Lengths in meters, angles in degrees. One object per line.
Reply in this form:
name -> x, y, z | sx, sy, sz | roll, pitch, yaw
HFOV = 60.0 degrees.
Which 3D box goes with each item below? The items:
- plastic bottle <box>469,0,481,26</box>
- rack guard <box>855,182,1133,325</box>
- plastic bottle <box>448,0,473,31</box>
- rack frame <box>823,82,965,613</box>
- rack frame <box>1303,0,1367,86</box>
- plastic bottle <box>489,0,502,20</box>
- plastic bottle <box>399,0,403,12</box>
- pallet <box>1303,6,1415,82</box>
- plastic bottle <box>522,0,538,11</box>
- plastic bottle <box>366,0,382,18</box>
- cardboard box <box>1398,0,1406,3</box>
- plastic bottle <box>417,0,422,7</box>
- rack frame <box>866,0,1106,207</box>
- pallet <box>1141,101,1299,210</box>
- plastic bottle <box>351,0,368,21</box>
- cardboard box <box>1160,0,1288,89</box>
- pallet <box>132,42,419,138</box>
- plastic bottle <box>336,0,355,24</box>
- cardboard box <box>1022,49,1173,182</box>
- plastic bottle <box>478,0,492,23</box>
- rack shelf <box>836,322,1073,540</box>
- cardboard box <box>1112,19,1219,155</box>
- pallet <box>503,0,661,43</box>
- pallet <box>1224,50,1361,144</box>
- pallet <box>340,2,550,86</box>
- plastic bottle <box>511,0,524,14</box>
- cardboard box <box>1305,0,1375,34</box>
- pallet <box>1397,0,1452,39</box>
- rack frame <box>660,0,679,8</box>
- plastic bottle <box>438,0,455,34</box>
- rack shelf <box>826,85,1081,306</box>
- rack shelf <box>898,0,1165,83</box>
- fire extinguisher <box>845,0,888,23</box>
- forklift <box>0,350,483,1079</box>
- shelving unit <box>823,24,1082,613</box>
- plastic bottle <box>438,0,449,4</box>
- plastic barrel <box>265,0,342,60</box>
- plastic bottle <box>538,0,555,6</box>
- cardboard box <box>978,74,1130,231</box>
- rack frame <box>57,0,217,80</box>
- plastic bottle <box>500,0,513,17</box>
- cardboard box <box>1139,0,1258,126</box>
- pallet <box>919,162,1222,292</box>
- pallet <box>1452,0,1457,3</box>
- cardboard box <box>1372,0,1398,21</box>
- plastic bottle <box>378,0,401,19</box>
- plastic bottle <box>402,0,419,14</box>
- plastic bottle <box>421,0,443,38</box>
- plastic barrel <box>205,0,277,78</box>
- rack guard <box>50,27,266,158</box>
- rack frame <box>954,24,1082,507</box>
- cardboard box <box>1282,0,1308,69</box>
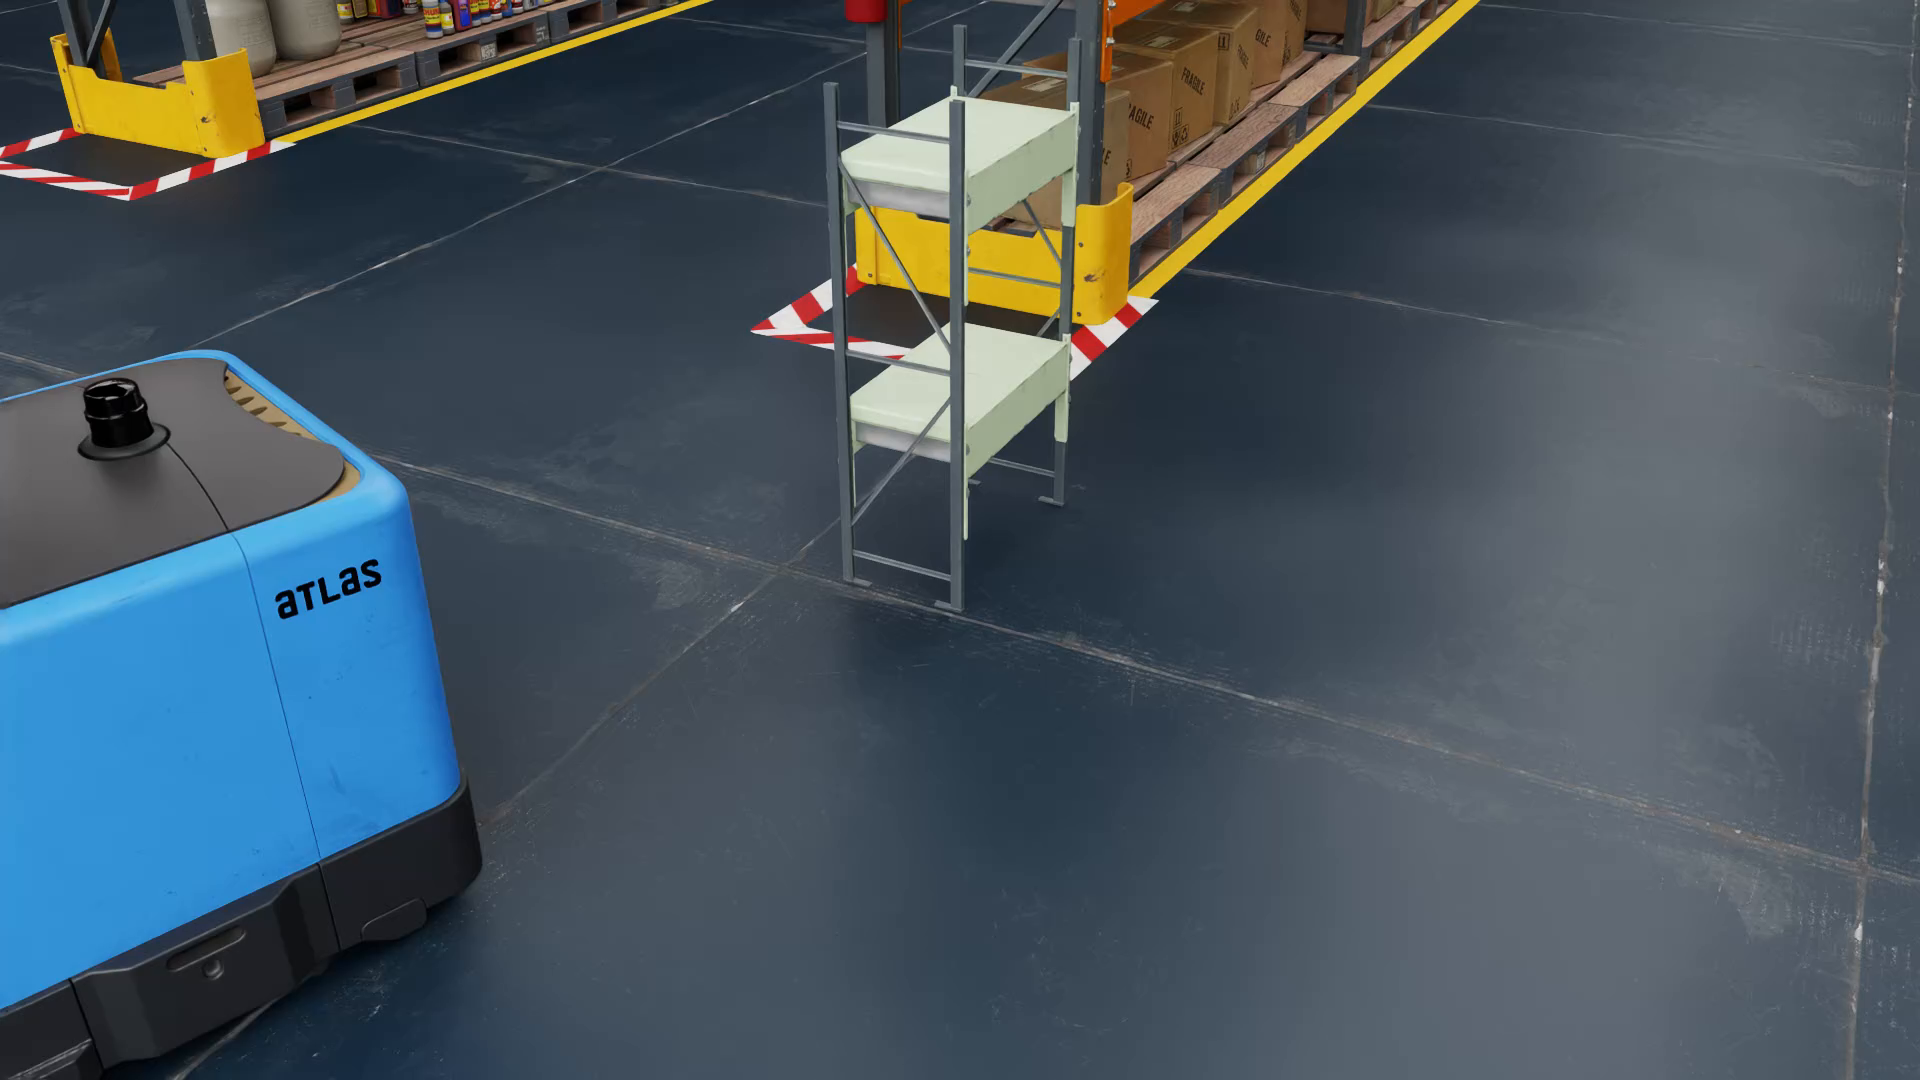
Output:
plastic bottle -> -3.057, -3.354, 10.377 | 0.097, 0.271, 0.097 | 0, 30, 0
rack guard -> 0.127, -1.288, 6.991 | 1.175, 0.500, 0.348 | 14, 33, 23
plastic bottle -> -3.094, -3.304, 10.277 | 0.061, 0.283, 0.133 | 15, 33, 24
rack frame -> -0.170, -0.485, 4.589 | 0.400, 1.500, 0.023 | 14, 33, 23
rack frame -> 1.915, -4.111, 9.397 | 1.000, 3.000, 0.127 | 14, 33, 23
plastic bottle -> -2.966, -3.412, 10.548 | 0.097, 0.201, 0.097 | 0, 30, 0
plastic bottle -> -3.668, -3.552, 10.717 | 0.152, 0.276, 0.135 | 13, 32, 22
pallet -> 2.268, -3.248, 10.693 | 1.003, 0.211, 1.213 | 14, 33, 23
plastic bottle -> -2.843, -3.594, 10.790 | 0.152, 0.276, 0.135 | 15, 33, 24
plastic bottle -> -3.731, -3.491, 10.610 | 0.152, 0.276, 0.135 | 15, 33, 24
cardboard box -> 2.702, -3.941, 11.169 | 0.700, 0.500, 0.500 | 11, 32, 19
plastic bottle -> -3.596, -3.659, 10.828 | 0.144, 0.351, 0.185 | 16, 33, 25
rack frame -> 0.093, -2.338, 6.310 | 1.000, 3.000, 0.127 | 14, 33, 23
pallet -> 1.086, -2.054, 8.614 | 1.003, 0.211, 1.213 | 14, 33, 23
plastic bottle -> -3.833, -3.444, 10.521 | 0.061, 0.283, 0.133 | 15, 33, 24
cardboard box -> 1.443, -2.786, 9.177 | 0.500, 0.500, 0.500 | -26, 39, -37
pallet -> -3.949, -2.656, 9.663 | 1.003, 0.211, 1.213 | 14, 33, 23
plastic bottle -> -3.870, -3.353, 10.444 | 0.097, 0.201, 0.097 | 0, 30, 0
cardboard box -> 0.634, -1.982, 7.778 | 0.500, 0.500, 0.500 | 24, 38, 36
plastic bottle -> -3.011, -3.399, 10.454 | 0.097, 0.271, 0.097 | 0, 30, 0
rack shelf -> -0.003, -0.365, 5.034 | 0.431, 0.370, 0.720 | 14, 33, 23
cardboard box -> 0.936, -2.255, 8.254 | 0.500, 0.500, 0.500 | 18, 34, 28
pallet -> -2.837, -3.738, 11.547 | 1.003, 0.211, 1.213 | 14, 33, 23
pallet -> 1.640, -2.596, 9.559 | 1.003, 0.211, 1.213 | 14, 33, 23
pallet -> -3.392, -3.195, 10.601 | 1.003, 0.211, 1.213 | 14, 33, 23
plastic bottle -> -2.873, -3.503, 10.707 | 0.097, 0.201, 0.097 | 0, 30, 0
cardboard box -> 2.214, -3.486, 10.376 | 0.700, 0.500, 0.500 | 12, 32, 20
pallet -> 2.823, -3.791, 11.639 | 1.003, 0.211, 1.213 | 14, 33, 23
rack frame -> -2.494, -5.235, 11.354 | 1.000, 3.000, 0.127 | 14, 33, 23
plastic bottle -> -3.166, -3.218, 10.210 | 0.097, 0.201, 0.097 | 0, 30, 0
rack shelf -> -0.003, -0.986, 4.677 | 0.431, 0.370, 0.720 | 14, 33, 23
rack shelf -> 1.004, -2.913, 8.033 | 1.077, 0.370, 4.000 | 14, 33, 23
fire extinguisher -> -0.370, -2.358, 6.423 | 0.296, 0.674, 0.183 | 14, 33, 23
forklift -> -2.520, -0.137, 2.545 | 3.031, 2.935, 1.130 | -24, 38, -36
shelving unit -> -0.003, -0.647, 4.871 | 0.431, 1.500, 0.755 | 14, 33, 23
plastic bottle -> -3.368, -3.686, 10.951 | 0.152, 0.276, 0.135 | 14, 33, 23
plastic barrel -> -3.856, -3.096, 9.706 | 0.421, 0.512, 0.421 | 0, 30, 0
plastic bottle -> -2.766, -3.698, 10.896 | 0.144, 0.351, 0.185 | 14, 33, 23
cardboard box -> 0.392, -1.709, 7.303 | 0.500, 0.500, 0.500 | 21, 36, 32
rack frame -> -4.317, -3.462, 8.266 | 1.000, 3.000, 0.127 | 14, 33, 23
plastic bottle -> -2.919, -3.489, 10.611 | 0.097, 0.271, 0.097 | 0, 30, 0
cardboard box -> 1.230, -2.493, 8.667 | 0.500, 0.500, 0.500 | 11, 32, 19
pallet -> 0.529, -1.515, 7.676 | 1.003, 0.211, 1.213 | 14, 33, 23
pallet -> 3.380, -4.329, 12.577 | 1.003, 0.211, 1.213 | 14, 33, 23
cardboard box -> 2.448, -3.693, 10.737 | 0.700, 0.500, 0.500 | 14, 33, 23
plastic bottle -> -3.636, -3.470, 10.566 | 0.061, 0.283, 0.133 | 14, 33, 23
plastic bottle -> -3.548, -3.500, 10.700 | 0.097, 0.201, 0.097 | 0, 30, 0
plastic bottle -> -3.213, -3.202, 10.113 | 0.097, 0.271, 0.097 | 0, 30, 0
plastic barrel -> -4.085, -2.874, 9.319 | 0.421, 0.512, 0.421 | 0, 30, 0
rack guard -> -4.324, -2.422, 8.966 | 1.175, 0.500, 0.348 | 14, 33, 23
rack frame -> 0.164, -0.810, 5.154 | 0.400, 1.500, 0.023 | 14, 33, 23
cardboard box -> 1.697, -3.041, 9.622 | 0.500, 0.500, 0.500 | 13, 32, 22
